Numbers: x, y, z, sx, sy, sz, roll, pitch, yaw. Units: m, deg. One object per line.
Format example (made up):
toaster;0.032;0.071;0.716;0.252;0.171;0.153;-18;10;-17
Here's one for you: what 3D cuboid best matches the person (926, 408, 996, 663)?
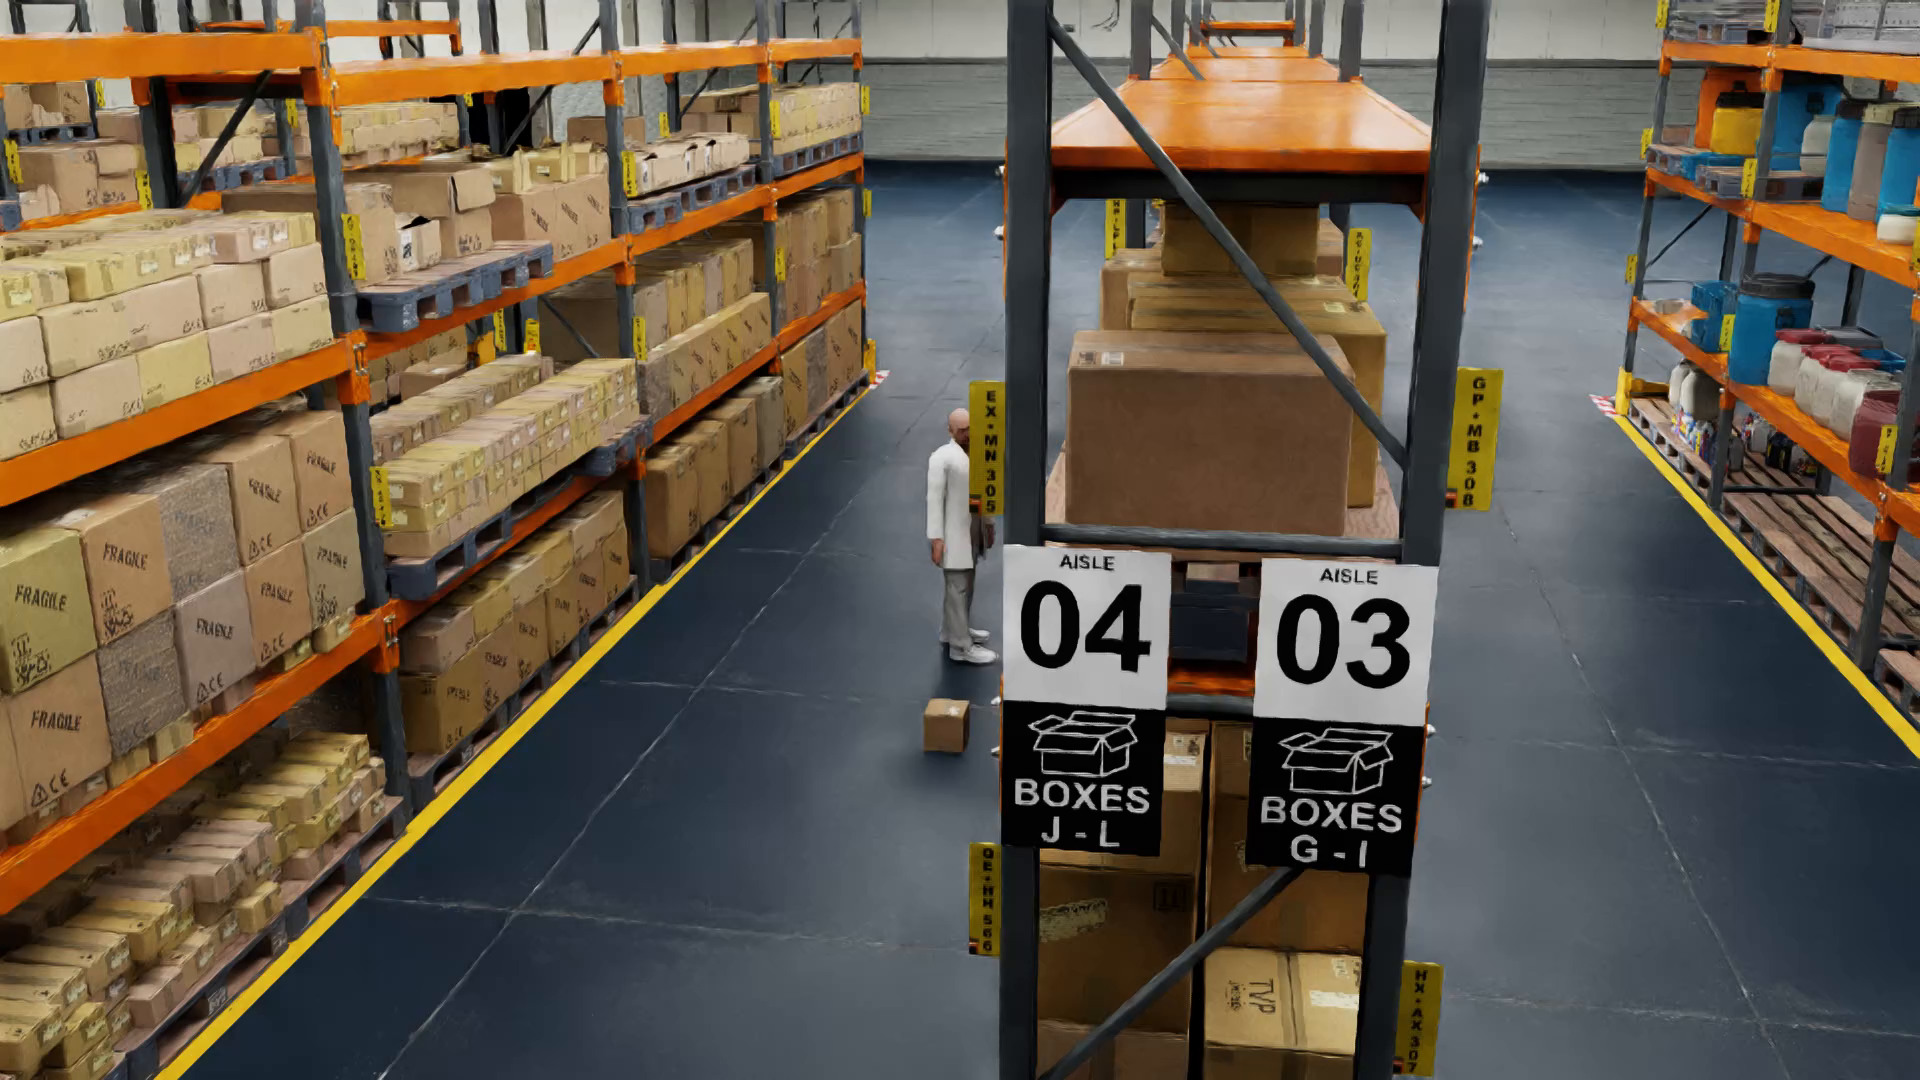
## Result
person;0.052;-0.041;11.612;0.629;1.777;0.675;13;21;34
